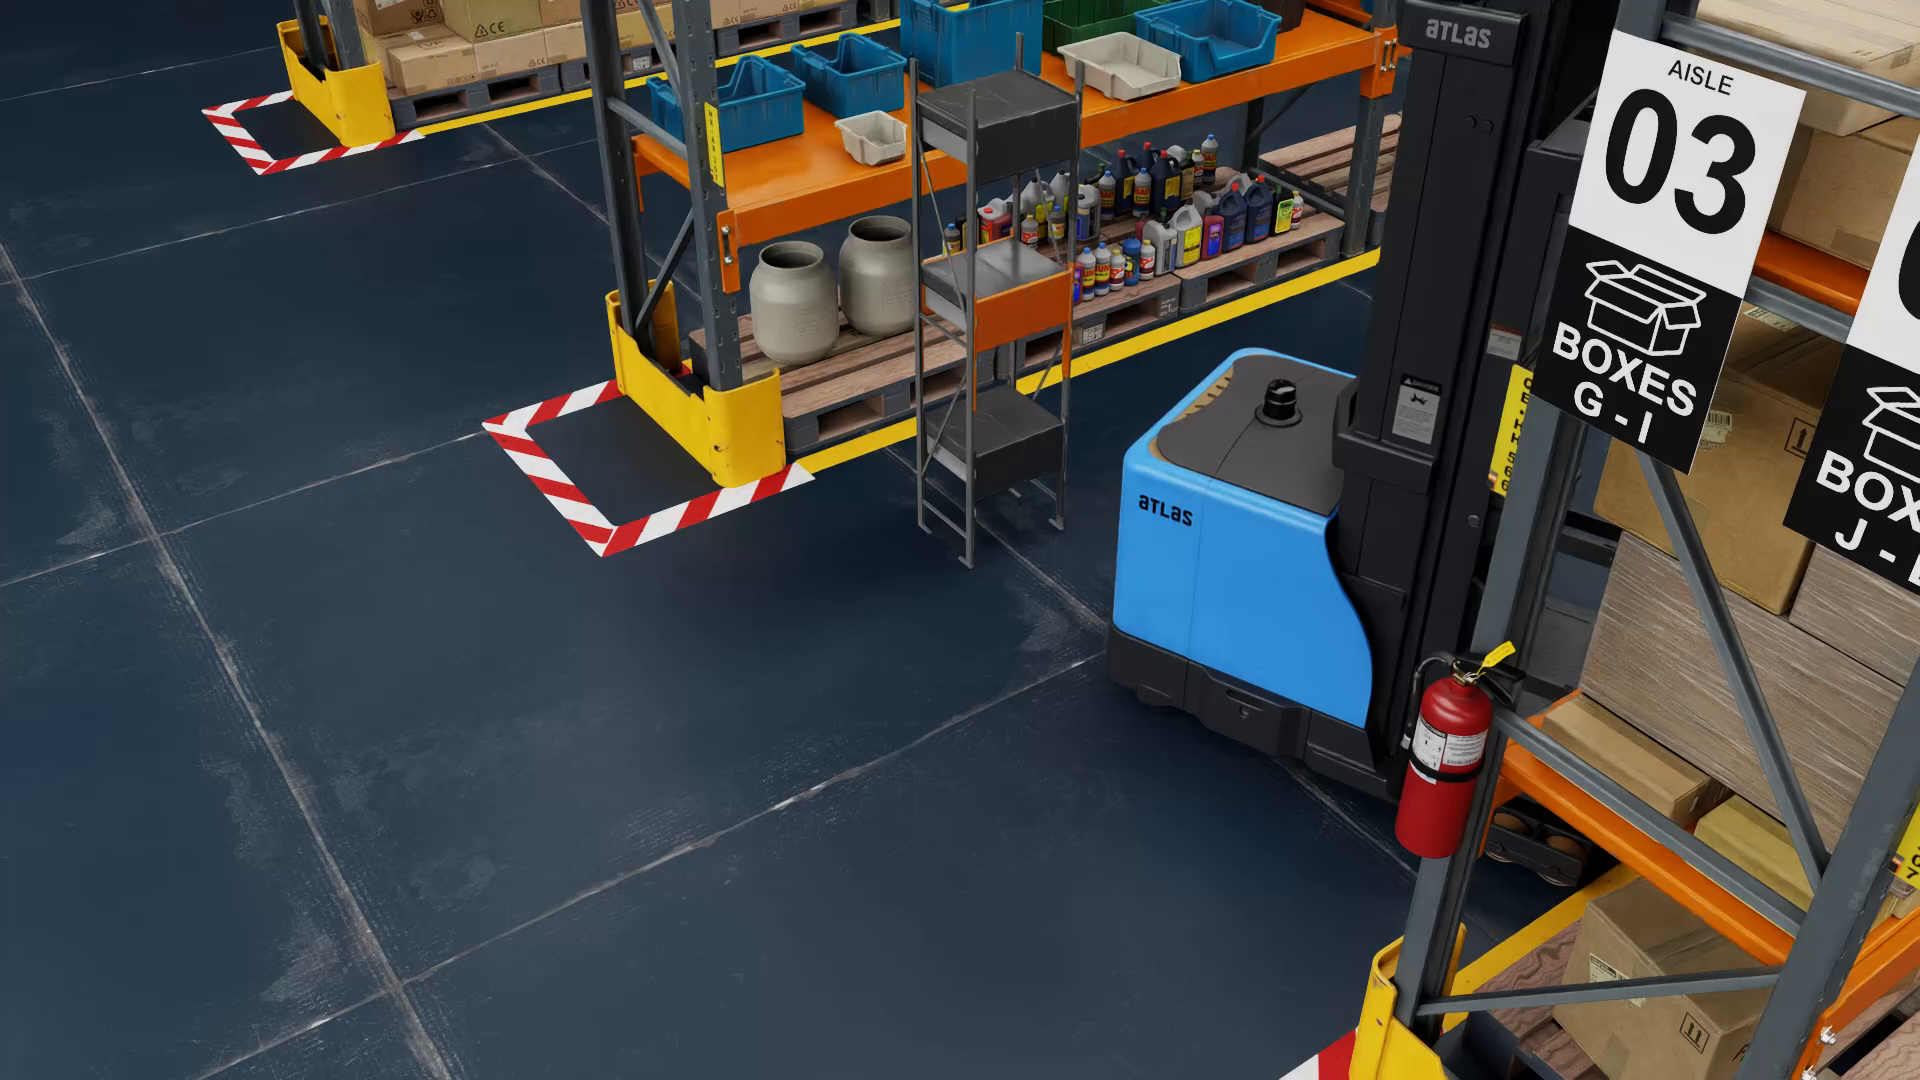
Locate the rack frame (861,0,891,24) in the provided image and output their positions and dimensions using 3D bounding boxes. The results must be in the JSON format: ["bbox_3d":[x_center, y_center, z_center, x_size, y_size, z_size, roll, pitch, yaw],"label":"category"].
[{"bbox_3d":[-0.875,-5.439,12.243,0.127,3.000,1.000,-22,41,-28],"label":"rack frame"}]

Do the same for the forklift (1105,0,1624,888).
[{"bbox_3d":[2.071,-0.377,5.265,3.031,2.935,1.130,21,41,27],"label":"forklift"}]

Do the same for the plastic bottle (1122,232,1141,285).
[{"bbox_3d":[0.895,-1.477,8.695,0.097,0.271,0.097,0,36,0],"label":"plastic bottle"}]

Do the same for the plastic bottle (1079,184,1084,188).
[{"bbox_3d":[0.677,-1.895,9.335,0.097,0.201,0.097,0,36,0],"label":"plastic bottle"}]

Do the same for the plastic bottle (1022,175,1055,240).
[{"bbox_3d":[0.423,-1.834,9.123,0.185,0.351,0.144,-21,41,-26],"label":"plastic bottle"}]

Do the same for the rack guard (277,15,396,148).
[{"bbox_3d":[-4.164,-3.070,11.091,0.348,0.500,1.175,-22,41,-28],"label":"rack guard"}]

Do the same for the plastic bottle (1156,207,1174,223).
[{"bbox_3d":[1.114,-1.662,8.942,0.133,0.283,0.061,-22,41,-28],"label":"plastic bottle"}]

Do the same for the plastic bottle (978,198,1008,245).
[{"bbox_3d":[0.176,-1.699,9.000,0.135,0.276,0.152,-22,41,-28],"label":"plastic bottle"}]

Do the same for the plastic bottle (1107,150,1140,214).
[{"bbox_3d":[0.922,-2.040,9.409,0.185,0.351,0.144,-24,42,-30],"label":"plastic bottle"}]

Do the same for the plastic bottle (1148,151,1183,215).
[{"bbox_3d":[1.159,-2.034,9.401,0.185,0.351,0.144,-22,41,-28],"label":"plastic bottle"}]

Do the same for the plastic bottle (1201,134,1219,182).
[{"bbox_3d":[1.462,-2.246,9.764,0.097,0.271,0.097,0,36,0],"label":"plastic bottle"}]

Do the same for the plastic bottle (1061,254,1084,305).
[{"bbox_3d":[0.563,-1.332,8.483,0.133,0.283,0.061,-22,41,-27],"label":"plastic bottle"}]

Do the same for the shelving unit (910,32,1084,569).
[{"bbox_3d":[0.135,-0.908,6.714,0.503,2.100,0.431,-22,41,-28],"label":"shelving unit"}]

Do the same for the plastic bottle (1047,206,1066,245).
[{"bbox_3d":[0.528,-1.730,9.107,0.097,0.201,0.097,0,36,0],"label":"plastic bottle"}]

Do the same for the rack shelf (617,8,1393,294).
[{"bbox_3d":[0.340,-2.109,8.229,4.000,0.370,1.077,-22,41,-28],"label":"rack shelf"}]

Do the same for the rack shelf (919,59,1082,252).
[{"bbox_3d":[0.135,-1.465,6.314,0.480,0.518,0.431,-22,41,-28],"label":"rack shelf"}]

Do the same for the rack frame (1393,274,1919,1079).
[{"bbox_3d":[1.559,0.636,3.797,0.127,3.000,1.000,-22,41,-28],"label":"rack frame"}]

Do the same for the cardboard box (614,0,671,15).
[{"bbox_3d":[-2.351,-4.029,11.636,0.500,0.500,0.500,-22,41,-28],"label":"cardboard box"}]

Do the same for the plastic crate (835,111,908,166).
[{"bbox_3d":[-0.377,-1.768,7.365,0.250,0.136,0.298,-22,41,-28],"label":"plastic crate"}]

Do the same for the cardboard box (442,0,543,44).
[{"bbox_3d":[-3.171,-3.695,11.172,0.500,0.500,0.500,-22,41,-28],"label":"cardboard box"}]

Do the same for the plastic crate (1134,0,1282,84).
[{"bbox_3d":[1.227,-2.511,8.300,0.616,0.251,0.499,-22,41,-28],"label":"plastic crate"}]

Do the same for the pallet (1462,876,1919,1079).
[{"bbox_3d":[2.305,1.486,5.003,1.213,0.211,1.003,-22,41,-28],"label":"pallet"}]

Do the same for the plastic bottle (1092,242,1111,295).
[{"bbox_3d":[0.729,-1.409,8.600,0.097,0.271,0.097,0,36,0],"label":"plastic bottle"}]

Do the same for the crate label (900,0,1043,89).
[{"bbox_3d":[0.054,-2.490,8.113,0.616,0.435,0.502,-22,41,-28],"label":"crate label"}]

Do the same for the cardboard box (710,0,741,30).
[{"bbox_3d":[-1.943,-3.894,12.090,0.500,0.250,0.500,-22,41,-28],"label":"cardboard box"}]

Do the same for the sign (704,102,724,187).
[{"bbox_3d":[-0.981,-1.576,6.636,0.005,0.325,0.100,-22,41,-28],"label":"sign"}]

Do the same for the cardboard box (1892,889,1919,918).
[{"bbox_3d":[2.145,0.681,3.949,0.250,0.149,0.380,-22,41,-28],"label":"cardboard box"}]

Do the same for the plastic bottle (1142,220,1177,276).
[{"bbox_3d":[1.059,-1.566,8.814,0.135,0.276,0.152,-22,41,-27],"label":"plastic bottle"}]

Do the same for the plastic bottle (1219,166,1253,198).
[{"bbox_3d":[1.532,-1.891,9.202,0.185,0.351,0.144,-22,41,-28],"label":"plastic bottle"}]

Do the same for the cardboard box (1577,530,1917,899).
[{"bbox_3d":[2.024,0.303,3.920,0.500,0.500,0.875,-22,41,-28],"label":"cardboard box"}]

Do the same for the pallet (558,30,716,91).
[{"bbox_3d":[-2.547,-3.646,12.139,1.213,0.211,1.003,-22,41,-28],"label":"pallet"}]

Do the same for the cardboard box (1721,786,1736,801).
[{"bbox_3d":[1.878,0.460,4.257,0.250,0.149,0.380,-22,41,-28],"label":"cardboard box"}]

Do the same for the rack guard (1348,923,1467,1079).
[{"bbox_3d":[1.621,1.625,4.562,0.348,0.500,1.175,-22,41,-28],"label":"rack guard"}]

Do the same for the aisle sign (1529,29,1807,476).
[{"bbox_3d":[1.335,-0.542,3.208,0.004,0.787,0.394,-22,41,-28],"label":"aisle sign"}]

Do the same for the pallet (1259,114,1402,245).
[{"bbox_3d":[2.595,-2.224,10.161,1.213,0.211,1.003,-22,41,-28],"label":"pallet"}]

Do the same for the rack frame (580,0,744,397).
[{"bbox_3d":[-1.294,-1.728,7.083,0.127,3.000,1.000,-22,41,-28],"label":"rack frame"}]

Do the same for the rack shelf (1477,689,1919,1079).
[{"bbox_3d":[3.194,0.255,4.942,4.000,0.370,1.077,-22,41,-28],"label":"rack shelf"}]

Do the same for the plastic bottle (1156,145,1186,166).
[{"bbox_3d":[1.214,-2.126,9.593,0.135,0.276,0.152,-21,41,-26],"label":"plastic bottle"}]

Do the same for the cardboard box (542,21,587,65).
[{"bbox_3d":[-2.763,-3.560,11.625,0.500,0.250,0.500,-22,41,-28],"label":"cardboard box"}]

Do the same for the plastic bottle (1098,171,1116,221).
[{"bbox_3d":[0.823,-1.940,9.338,0.097,0.271,0.097,0,36,0],"label":"plastic bottle"}]

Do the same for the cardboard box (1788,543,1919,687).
[{"bbox_3d":[2.166,0.014,3.465,0.500,0.500,0.500,-22,41,-28],"label":"cardboard box"}]

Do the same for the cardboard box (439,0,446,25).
[{"bbox_3d":[-3.475,-3.643,11.741,0.500,0.250,0.500,-22,41,-28],"label":"cardboard box"}]

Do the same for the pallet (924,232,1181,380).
[{"bbox_3d":[0.404,-1.322,8.908,1.213,0.211,1.003,-22,41,-28],"label":"pallet"}]

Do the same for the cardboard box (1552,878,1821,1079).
[{"bbox_3d":[2.079,1.278,4.685,0.500,0.500,0.500,-15,38,-20],"label":"cardboard box"}]

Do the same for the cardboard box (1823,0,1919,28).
[{"bbox_3d":[1.887,-0.957,3.229,0.250,0.149,0.380,-24,42,-29],"label":"cardboard box"}]

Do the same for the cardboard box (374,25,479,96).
[{"bbox_3d":[-3.578,-3.222,11.156,0.500,0.250,0.500,-22,41,-28],"label":"cardboard box"}]

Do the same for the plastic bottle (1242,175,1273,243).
[{"bbox_3d":[1.615,-1.822,9.107,0.185,0.351,0.144,-24,42,-29],"label":"plastic bottle"}]

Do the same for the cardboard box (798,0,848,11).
[{"bbox_3d":[-1.128,-4.233,12.561,0.500,0.250,0.500,-22,41,-28],"label":"cardboard box"}]

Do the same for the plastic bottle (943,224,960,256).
[{"bbox_3d":[-0.046,-1.597,8.922,0.097,0.201,0.097,0,36,0],"label":"plastic bottle"}]

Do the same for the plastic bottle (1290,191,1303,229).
[{"bbox_3d":[1.858,-1.845,9.266,0.097,0.201,0.097,0,36,0],"label":"plastic bottle"}]

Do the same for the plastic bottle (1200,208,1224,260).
[{"bbox_3d":[1.349,-1.656,8.933,0.133,0.283,0.061,-20,40,-25],"label":"plastic bottle"}]

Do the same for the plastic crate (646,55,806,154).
[{"bbox_3d":[-1.058,-1.979,7.560,0.616,0.251,0.499,-22,41,-28],"label":"plastic crate"}]

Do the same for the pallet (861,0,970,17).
[{"bbox_3d":[-0.295,-4.573,13.428,1.213,0.211,1.003,-22,41,-28],"label":"pallet"}]

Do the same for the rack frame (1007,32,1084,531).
[{"bbox_3d":[0.335,-0.990,6.828,0.015,2.100,0.400,-22,41,-28],"label":"rack frame"}]

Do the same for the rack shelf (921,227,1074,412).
[{"bbox_3d":[0.135,-0.897,6.722,0.480,0.518,0.431,-22,41,-28],"label":"rack shelf"}]

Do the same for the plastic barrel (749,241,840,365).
[{"bbox_3d":[-0.800,-1.146,8.046,0.421,0.512,0.421,0,36,0],"label":"plastic barrel"}]
